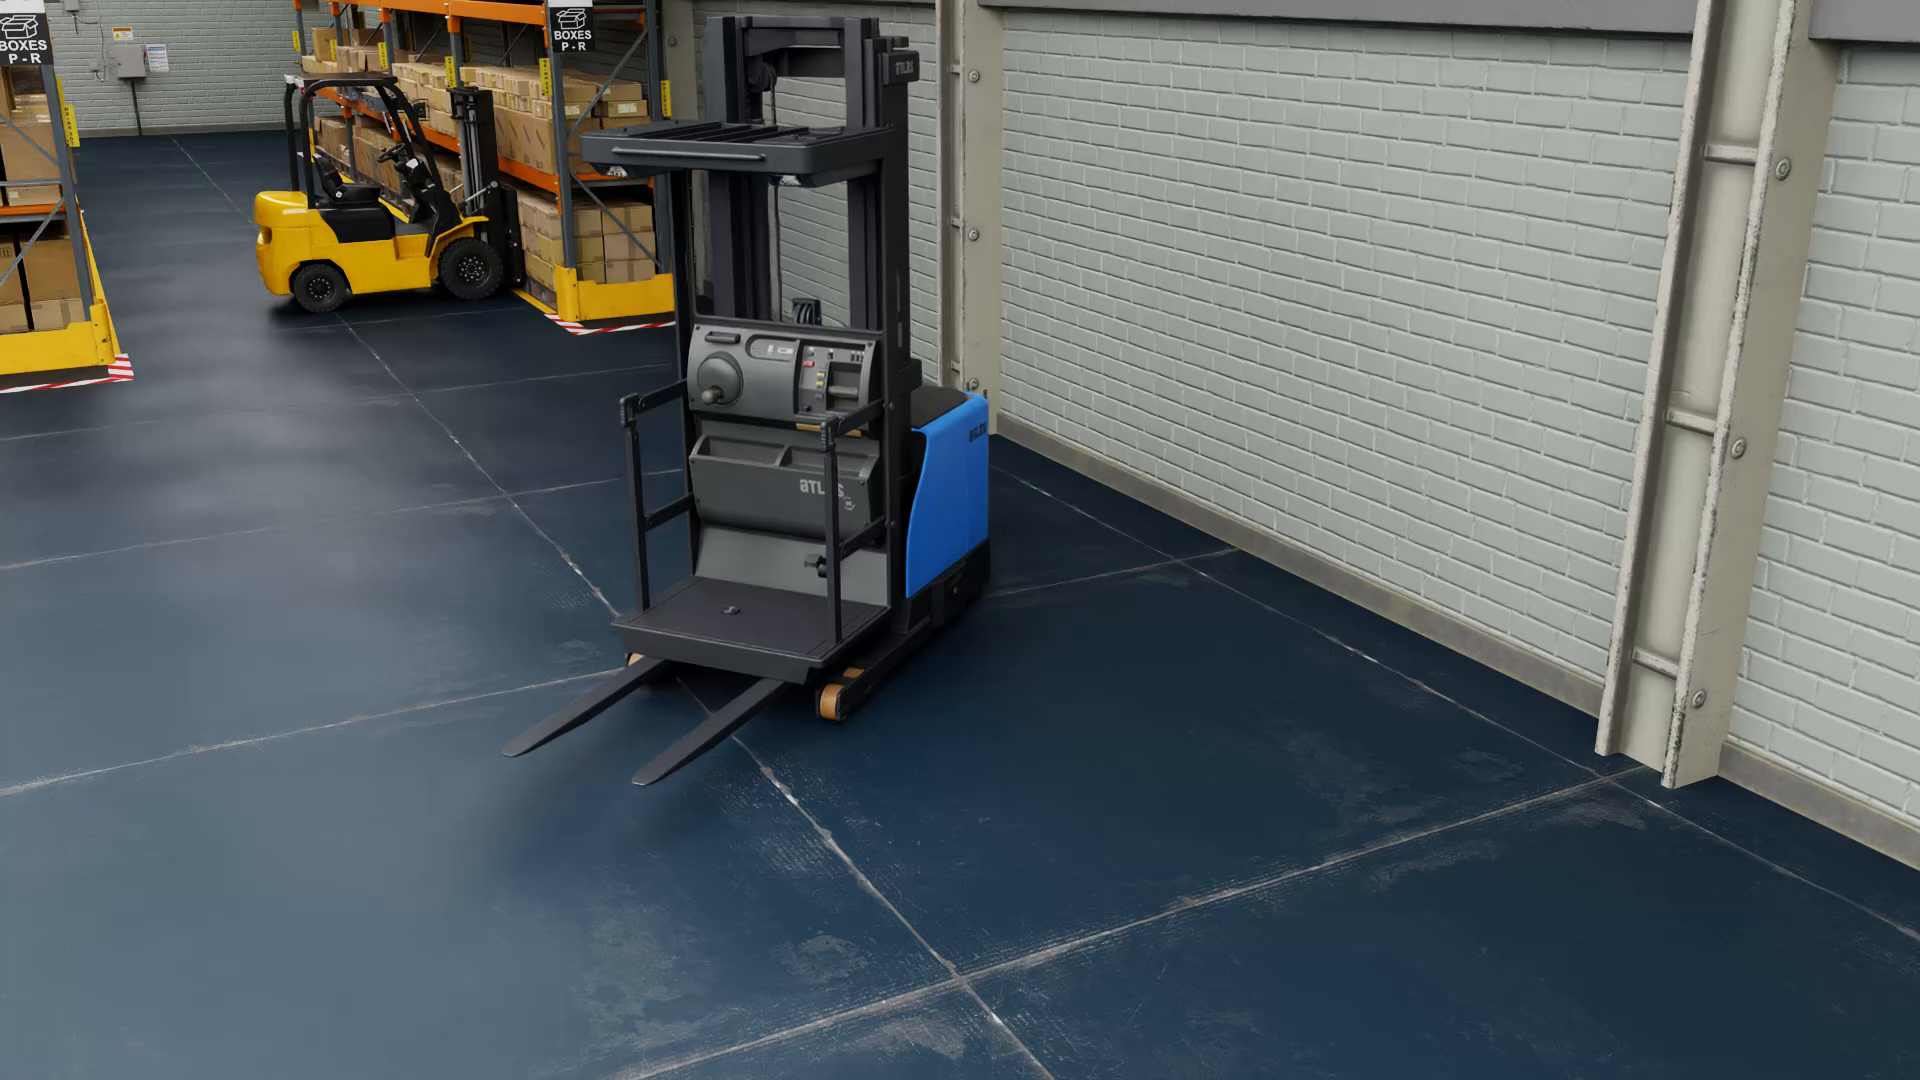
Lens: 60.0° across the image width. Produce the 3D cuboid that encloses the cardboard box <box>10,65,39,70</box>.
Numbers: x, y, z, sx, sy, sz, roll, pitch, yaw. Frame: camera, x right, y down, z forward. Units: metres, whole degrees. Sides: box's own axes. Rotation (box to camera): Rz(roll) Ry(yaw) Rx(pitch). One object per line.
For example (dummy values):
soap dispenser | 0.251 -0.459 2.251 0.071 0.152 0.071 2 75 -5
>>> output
cardboard box | -9.426 -4.858 16.864 0.380 0.149 0.250 -10 21 -27

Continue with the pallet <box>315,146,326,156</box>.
pallet | -10.430 -6.621 28.496 1.003 0.211 1.213 -10 21 -27

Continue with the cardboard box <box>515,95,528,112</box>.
cardboard box | -4.152 -4.302 16.352 0.380 0.149 0.250 -11 22 -28

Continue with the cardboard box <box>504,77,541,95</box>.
cardboard box | -4.298 -4.512 16.506 0.380 0.149 0.250 -10 21 -26

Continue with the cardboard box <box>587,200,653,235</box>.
cardboard box | -3.310 -3.136 16.158 0.500 0.250 0.500 -10 22 -27

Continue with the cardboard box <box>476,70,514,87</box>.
cardboard box | -4.893 -4.879 17.570 0.380 0.149 0.250 -9 21 -25

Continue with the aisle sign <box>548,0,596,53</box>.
aisle sign | -3.475 -4.761 14.846 0.394 0.787 0.004 -10 21 -27

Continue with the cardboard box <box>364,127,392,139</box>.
cardboard box | -8.679 -6.082 24.851 0.380 0.149 0.250 -11 22 -29

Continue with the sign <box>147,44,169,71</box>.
sign | -15.656 -9.410 32.448 0.329 0.494 0.001 -10 21 -27

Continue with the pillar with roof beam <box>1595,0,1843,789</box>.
pillar with roof beam | -0.876 -2.661 3.546 9.100 9.000 0.400 -10 21 -27

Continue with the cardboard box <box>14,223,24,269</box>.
cardboard box | -8.962 -2.716 15.327 0.500 0.500 0.500 -9 21 -24

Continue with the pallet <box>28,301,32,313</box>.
pallet | -8.581 -2.119 15.449 1.003 0.211 1.213 -10 21 -27

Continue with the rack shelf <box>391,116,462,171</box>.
rack shelf | -6.097 -4.979 20.566 1.077 0.370 4.000 -10 21 -27

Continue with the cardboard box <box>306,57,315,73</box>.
cardboard box | -10.628 -7.943 27.826 0.500 0.250 0.500 -10 21 -26

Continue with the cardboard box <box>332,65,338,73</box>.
cardboard box | -9.403 -7.220 25.730 0.500 0.250 0.500 -9 21 -25

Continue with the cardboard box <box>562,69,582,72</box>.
cardboard box | -4.230 -4.903 17.637 0.380 0.149 0.250 -10 22 -28

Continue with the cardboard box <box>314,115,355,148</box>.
cardboard box | -10.639 -7.018 28.555 0.797 0.503 0.637 -11 22 -29

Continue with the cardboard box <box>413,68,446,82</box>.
cardboard box | -6.533 -5.741 20.524 0.380 0.149 0.250 -9 21 -26

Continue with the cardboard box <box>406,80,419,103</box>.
cardboard box | -6.582 -5.597 20.716 0.500 0.250 0.500 -11 22 -28

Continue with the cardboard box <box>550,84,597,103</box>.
cardboard box | -3.604 -4.162 15.489 0.380 0.149 0.250 -10 21 -27

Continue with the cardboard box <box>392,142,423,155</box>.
cardboard box | -7.504 -5.319 22.643 0.380 0.149 0.250 -11 22 -29

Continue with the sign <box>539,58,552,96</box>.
sign | -3.732 -4.176 14.997 0.100 0.325 0.005 -10 21 -27

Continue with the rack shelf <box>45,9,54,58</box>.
rack shelf | -8.564 -4.479 14.517 1.077 0.370 4.000 -10 21 -27

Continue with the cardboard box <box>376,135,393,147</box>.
cardboard box | -8.109 -5.704 23.758 0.380 0.149 0.250 -11 22 -29

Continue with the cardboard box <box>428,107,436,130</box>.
cardboard box | -6.069 -5.069 19.953 0.500 0.250 0.500 -10 21 -26

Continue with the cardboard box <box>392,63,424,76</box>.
cardboard box | -7.155 -6.110 21.593 0.380 0.149 0.250 -9 21 -25

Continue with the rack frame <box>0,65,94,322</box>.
rack frame | -7.615 -2.827 13.225 1.000 3.000 0.127 -10 21 -27

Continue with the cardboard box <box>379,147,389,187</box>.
cardboard box | -7.916 -5.293 23.562 0.500 0.500 0.500 -9 21 -24

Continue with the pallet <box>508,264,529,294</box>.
pallet | -4.223 -2.842 17.543 1.003 0.211 1.213 -10 21 -27

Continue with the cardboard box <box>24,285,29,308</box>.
cardboard box | -8.728 -2.215 15.024 0.500 0.250 0.500 -11 22 -29

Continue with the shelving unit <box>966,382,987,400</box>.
shelving unit | -0.004 -0.428 9.491 0.258 0.900 0.210 -10 21 -27

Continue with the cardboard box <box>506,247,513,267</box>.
cardboard box | -4.473 -3.016 17.346 0.500 0.250 0.500 -9 21 -25

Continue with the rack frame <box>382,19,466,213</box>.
rack frame | -7.047 -5.893 22.112 1.000 3.000 0.127 -10 21 -27

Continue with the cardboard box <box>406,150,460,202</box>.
cardboard box | -6.763 -4.788 21.906 0.875 0.625 0.625 -9 21 -25

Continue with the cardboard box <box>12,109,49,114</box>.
cardboard box | -8.087 -3.488 14.532 0.500 0.500 0.500 -10 22 -28

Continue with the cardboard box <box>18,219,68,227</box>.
cardboard box | -8.249 -2.656 15.152 0.500 0.500 0.500 -10 21 -26

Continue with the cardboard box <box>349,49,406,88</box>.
cardboard box | -8.295 -6.740 23.768 0.700 0.500 0.500 -10 21 -27

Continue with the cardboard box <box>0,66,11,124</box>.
cardboard box | -8.049 -3.600 13.324 0.700 0.500 0.500 -11 22 -28

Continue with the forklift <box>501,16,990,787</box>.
forklift | -0.892 -0.745 7.298 1.130 2.935 3.031 8 21 22

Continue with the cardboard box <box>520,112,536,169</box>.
cardboard box | -3.951 -3.895 16.168 0.500 0.500 0.500 -9 21 -25

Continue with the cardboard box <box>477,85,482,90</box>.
cardboard box | -4.903 -4.740 17.621 0.380 0.149 0.250 -9 21 -25

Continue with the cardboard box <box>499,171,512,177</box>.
cardboard box | -5.194 -3.929 18.458 0.500 0.250 0.500 -10 22 -27

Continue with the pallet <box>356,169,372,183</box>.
pallet | -8.527 -5.496 25.235 1.003 0.211 1.213 -10 21 -27

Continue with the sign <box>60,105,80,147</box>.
sign | -7.137 -3.320 13.328 0.100 0.325 0.005 -10 21 -27

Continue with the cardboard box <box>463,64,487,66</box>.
cardboard box | -6.245 -5.984 21.227 0.380 0.149 0.250 -10 22 -28

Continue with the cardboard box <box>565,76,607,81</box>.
cardboard box | -3.704 -4.520 16.528 0.380 0.149 0.250 -9 21 -25

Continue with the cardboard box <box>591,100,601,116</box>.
cardboard box | -3.354 -4.149 15.910 0.380 0.149 0.250 -10 21 -27

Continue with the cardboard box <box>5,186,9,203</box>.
cardboard box | -7.726 -2.908 13.846 0.380 0.149 0.250 -10 21 -26

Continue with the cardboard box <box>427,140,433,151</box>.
cardboard box | -7.311 -5.554 23.323 0.380 0.149 0.250 -10 21 -26

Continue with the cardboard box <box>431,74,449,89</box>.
cardboard box | -5.955 -5.367 19.440 0.380 0.149 0.250 -11 22 -28

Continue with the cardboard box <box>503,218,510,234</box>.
cardboard box | -4.481 -3.258 17.280 0.500 0.250 0.500 -10 21 -27

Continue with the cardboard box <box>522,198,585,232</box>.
cardboard box | -3.989 -3.198 16.339 0.500 0.250 0.500 -10 21 -26

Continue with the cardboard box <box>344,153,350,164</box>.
cardboard box | -9.469 -6.007 26.168 0.380 0.149 0.250 -11 22 -28
